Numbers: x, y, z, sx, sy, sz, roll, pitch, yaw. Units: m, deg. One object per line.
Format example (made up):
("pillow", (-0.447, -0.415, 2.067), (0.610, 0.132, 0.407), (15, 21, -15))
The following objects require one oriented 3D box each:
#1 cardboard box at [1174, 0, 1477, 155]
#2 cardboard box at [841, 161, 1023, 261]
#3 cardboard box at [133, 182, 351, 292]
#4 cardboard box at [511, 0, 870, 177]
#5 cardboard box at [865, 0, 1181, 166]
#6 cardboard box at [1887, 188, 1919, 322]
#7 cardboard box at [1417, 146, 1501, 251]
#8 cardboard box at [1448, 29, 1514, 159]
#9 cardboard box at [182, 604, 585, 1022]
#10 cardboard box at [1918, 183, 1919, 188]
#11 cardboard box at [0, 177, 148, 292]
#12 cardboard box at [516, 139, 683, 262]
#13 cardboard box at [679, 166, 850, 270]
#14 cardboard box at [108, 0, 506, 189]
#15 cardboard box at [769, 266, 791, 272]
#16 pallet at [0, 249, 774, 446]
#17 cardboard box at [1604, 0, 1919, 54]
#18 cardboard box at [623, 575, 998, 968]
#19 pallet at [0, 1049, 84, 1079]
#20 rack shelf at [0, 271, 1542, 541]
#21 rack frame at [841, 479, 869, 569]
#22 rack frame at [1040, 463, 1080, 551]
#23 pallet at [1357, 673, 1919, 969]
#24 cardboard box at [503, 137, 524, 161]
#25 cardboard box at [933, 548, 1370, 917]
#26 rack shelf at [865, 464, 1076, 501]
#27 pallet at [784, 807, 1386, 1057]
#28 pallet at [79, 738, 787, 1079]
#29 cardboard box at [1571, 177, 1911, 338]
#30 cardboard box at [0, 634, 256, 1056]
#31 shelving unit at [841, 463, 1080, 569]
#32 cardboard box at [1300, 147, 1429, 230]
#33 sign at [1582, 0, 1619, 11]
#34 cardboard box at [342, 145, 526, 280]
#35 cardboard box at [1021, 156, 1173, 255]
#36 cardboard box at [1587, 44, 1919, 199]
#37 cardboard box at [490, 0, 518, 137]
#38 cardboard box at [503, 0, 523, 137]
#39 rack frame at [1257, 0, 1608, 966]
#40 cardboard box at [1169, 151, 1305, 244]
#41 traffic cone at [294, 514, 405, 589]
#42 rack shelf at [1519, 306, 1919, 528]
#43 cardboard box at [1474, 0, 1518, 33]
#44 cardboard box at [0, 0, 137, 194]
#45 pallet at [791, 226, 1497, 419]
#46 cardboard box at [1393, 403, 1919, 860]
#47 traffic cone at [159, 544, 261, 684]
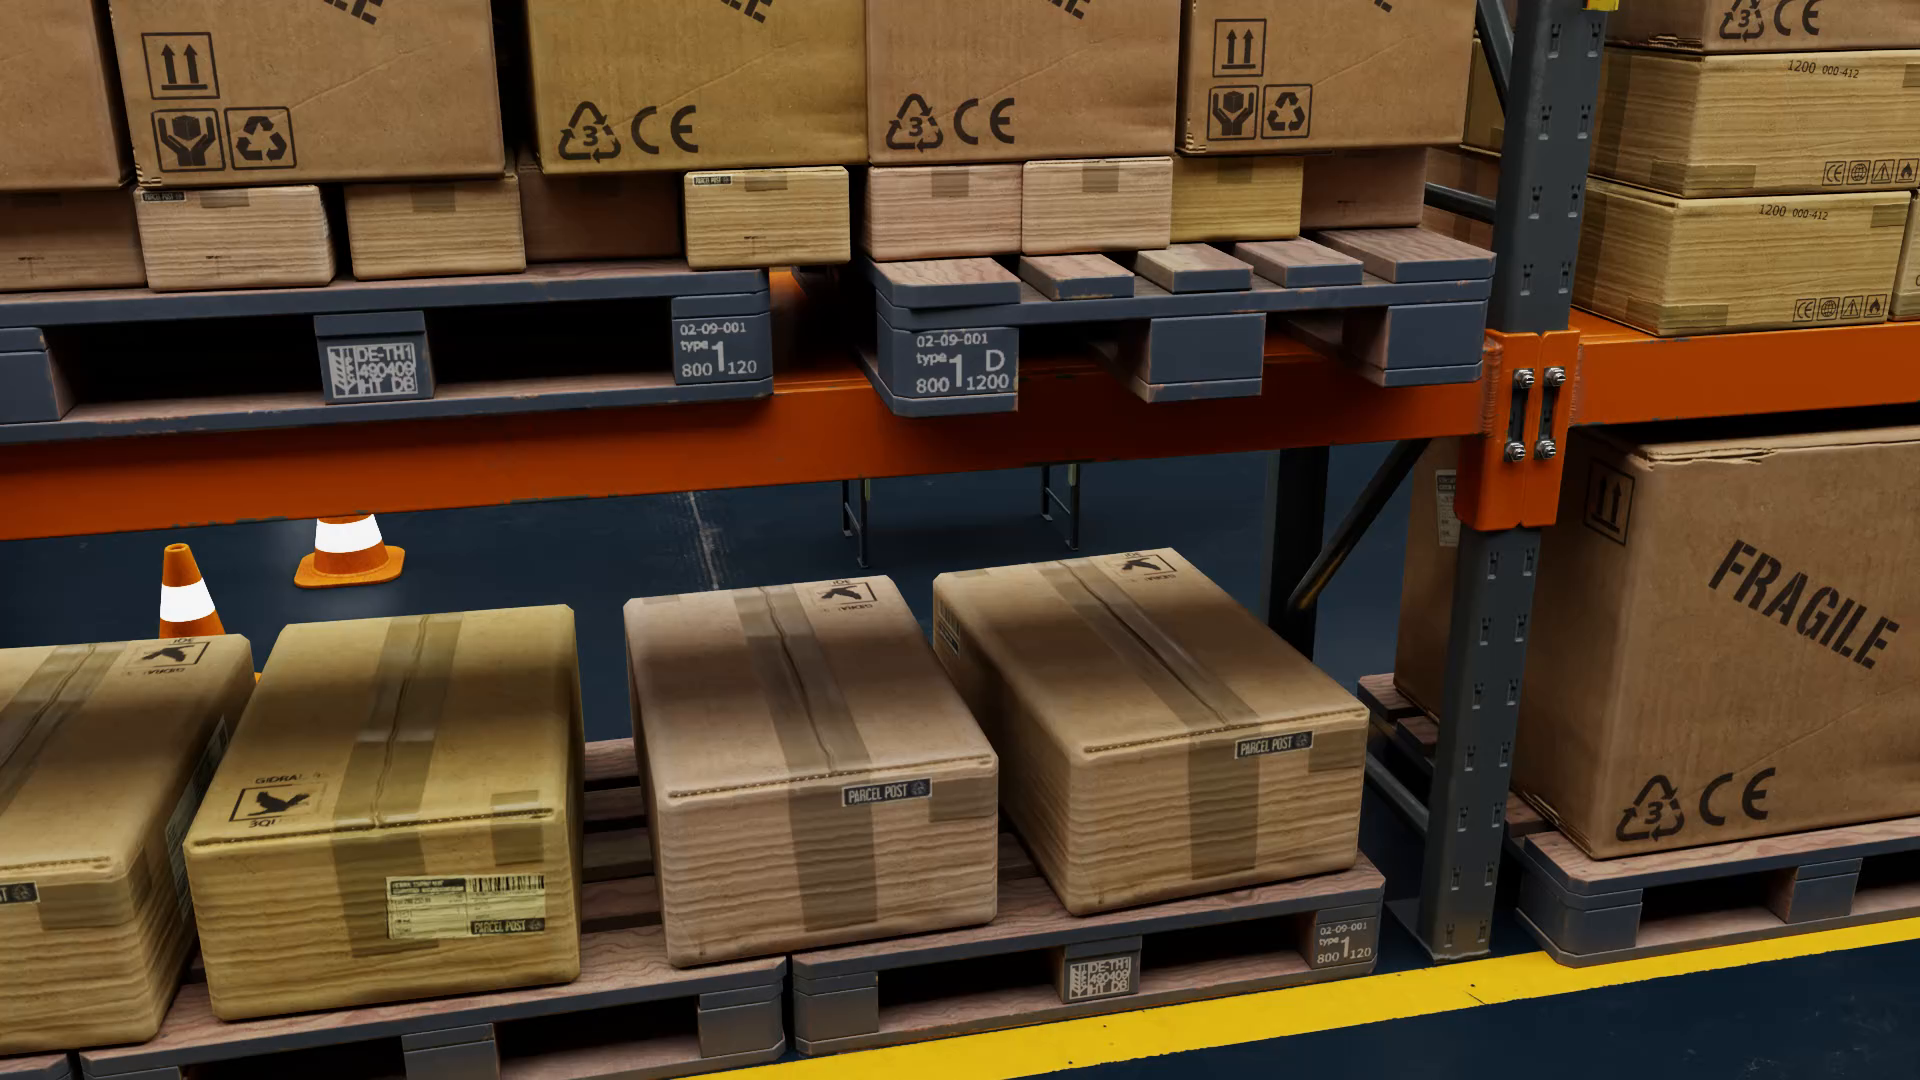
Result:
("cardboard box", (0.544, -0.959, 2.884), (0.500, 0.500, 0.500), (-5, 21, -14))
("cardboard box", (-0.068, -0.581, 2.795), (0.250, 0.149, 0.380), (-6, 21, -15))
("cardboard box", (-1.085, -0.499, 2.570), (0.250, 0.149, 0.380), (-4, 20, -10))
("cardboard box", (-0.447, -0.874, 2.652), (0.500, 0.500, 0.500), (-6, 21, -16))
("cardboard box", (0.044, -0.915, 2.762), (0.500, 0.500, 0.500), (-5, 21, -13))
("cardboard box", (1.953, -0.635, 3.406), (0.500, 0.250, 0.500), (-5, 21, -14))
("cardboard box", (1.355, -0.761, 3.749), (0.500, 0.250, 0.500), (-5, 21, -14))
("cardboard box", (1.336, -0.992, 3.654), (0.500, 0.250, 0.500), (-5, 21, -13))
("cardboard box", (-1.085, 0.493, 3.318), (0.625, 0.372, 0.950), (-4, 20, -11))
("cardboard box", (1.976, -0.867, 3.311), (0.500, 0.250, 0.500), (-4, 21, -11))
("cardboard box", (-1.355, -0.495, 2.560), (0.250, 0.149, 0.380), (-4, 21, -12))
("cardboard box", (-0.606, -0.577, 2.784), (0.250, 0.149, 0.380), (-4, 21, -12))
("cardboard box", (-0.333, -0.555, 2.723), (0.250, 0.149, 0.380), (-4, 21, -12))
("cardboard box", (-0.979, -0.831, 2.535), (0.500, 0.500, 0.500), (-6, 21, -15))
("cardboard box", (-0.928, -1.476, 8.144), (0.750, 0.750, 1.050), (-5, 21, -13))
("pallet", (-0.994, -0.444, 2.945), (1.213, 0.211, 1.003), (-5, 21, -12))
("cardboard box", (1.459, -1.178, 3.071), (0.500, 0.500, 0.500), (-5, 21, -14))
("cardboard box", (-0.346, 0.435, 3.477), (0.625, 0.372, 0.950), (-5, 21, -14))
("pallet", (-2.213, 0.859, 3.162), (1.213, 0.211, 1.003), (-5, 21, -12))
("rack shelf", (-1.024, -0.208, 3.068), (4.000, 0.370, 1.077), (-5, 21, -12))
("rack frame", (-0.363, -0.675, 5.476), (0.023, 1.500, 0.400), (-5, 21, -12))
("rack frame", (0.350, -0.733, 5.634), (0.023, 1.500, 0.400), (-5, 21, -12))
("pallet", (1.707, 0.568, 3.958), (1.213, 0.211, 1.003), (-5, 21, -12))
("cardboard box", (-0.751, -0.707, 3.139), (0.250, 0.149, 0.380), (-4, 20, -10))
("cardboard box", (0.371, 0.374, 3.644), (0.625, 0.372, 0.950), (-6, 21, -16))
("rack shelf", (-0.006, -0.398, 5.667), (0.720, 0.370, 0.431), (-5, 21, -12))
("pallet", (0.162, 0.666, 3.689), (1.213, 0.211, 1.003), (-5, 21, -12))
("pallet", (-1.023, 0.762, 3.429), (1.213, 0.211, 1.003), (-5, 21, -12))
("cardboard box", (1.457, -0.589, 3.279), (0.500, 0.250, 0.500), (-5, 21, -13))
("cardboard box", (-1.761, 0.548, 3.166), (0.625, 0.372, 0.950), (-3, 20, -9))
("shelving unit", (-0.006, -0.704, 5.555), (0.755, 1.500, 0.431), (-5, 21, -12))
("cardboard box", (0.658, -0.679, 3.062), (0.250, 0.149, 0.380), (-4, 20, -10))
("sign", (1.057, -1.030, 2.698), (0.005, 0.325, 0.100), (-5, 21, -12))
("cardboard box", (-0.832, -0.530, 2.655), (0.250, 0.149, 0.380), (-5, 21, -14))
("cardboard box", (0.179, -0.599, 2.843), (0.250, 0.149, 0.380), (-5, 21, -13))
("cardboard box", (1.473, -0.826, 3.200), (0.500, 0.250, 0.500), (-5, 21, -13))
("cardboard box", (-1.078, -1.005, 3.010), (0.500, 0.500, 0.500), (-5, 21, -15))
("cardboard box", (-0.589, -1.042, 3.111), (0.500, 0.500, 0.500), (-4, 21, -12))
("rack frame", (0.923, -0.705, 3.377), (0.127, 3.000, 1.000), (-5, 21, -12))
("cardboard box", (0.414, -0.634, 2.938), (0.250, 0.149, 0.380), (-4, 21, -12))
("traffic cone", (-2.033, -0.121, 5.473), (0.334, 0.463, 0.336), (-5, 21, -12))
("rack shelf", (2.869, -0.525, 3.933), (4.000, 0.370, 1.077), (-5, 21, -12))
("cardboard box", (1.366, -1.349, 3.538), (0.500, 0.500, 0.500), (-5, 21, -14))
("cardboard box", (-1.476, -0.787, 2.414), (0.500, 0.500, 0.500), (-5, 21, -13))
("pallet", (0.254, -0.522, 3.159), (1.003, 0.211, 1.213), (-5, 21, -12))
("cardboard box", (1.614, 0.069, 3.743), (0.875, 0.875, 0.875), (-5, 21, -13))
("traffic cone", (-2.085, 0.237, 4.496), (0.334, 0.463, 0.336), (-5, 21, -12))
